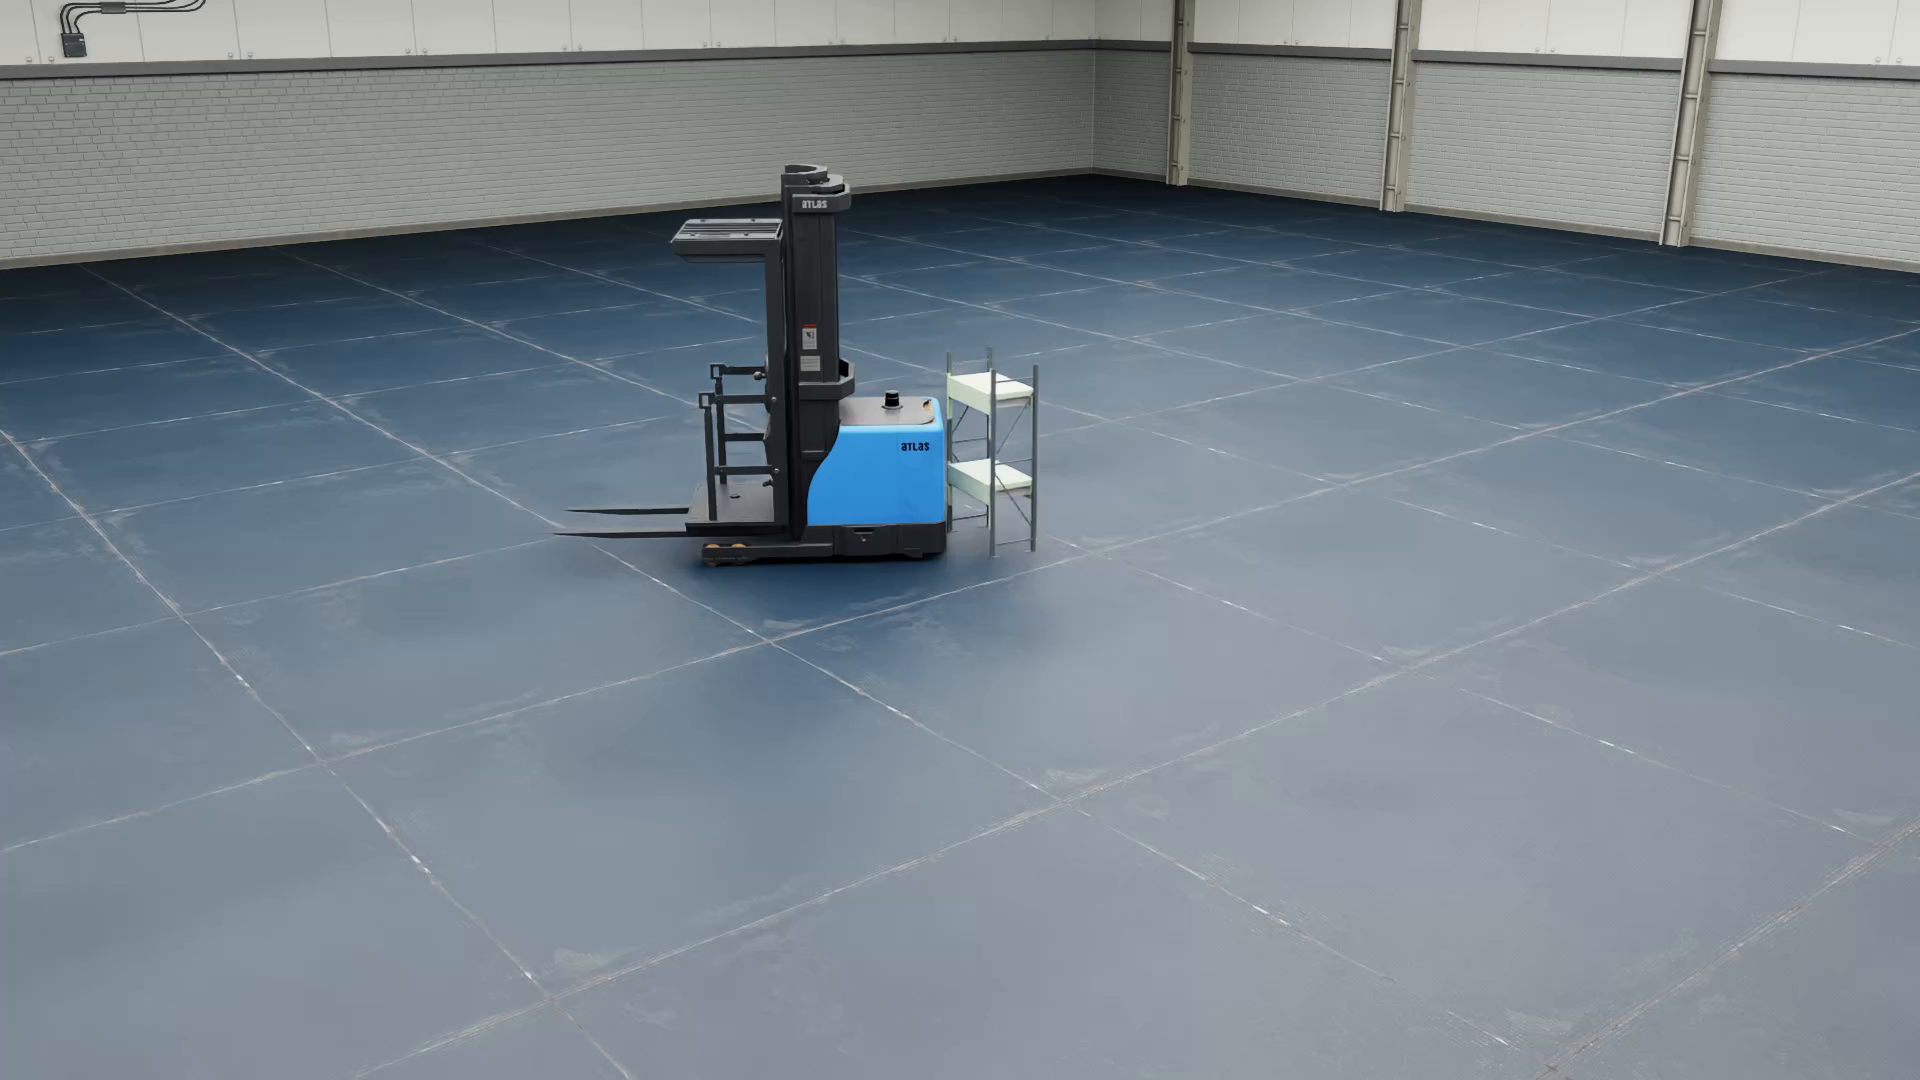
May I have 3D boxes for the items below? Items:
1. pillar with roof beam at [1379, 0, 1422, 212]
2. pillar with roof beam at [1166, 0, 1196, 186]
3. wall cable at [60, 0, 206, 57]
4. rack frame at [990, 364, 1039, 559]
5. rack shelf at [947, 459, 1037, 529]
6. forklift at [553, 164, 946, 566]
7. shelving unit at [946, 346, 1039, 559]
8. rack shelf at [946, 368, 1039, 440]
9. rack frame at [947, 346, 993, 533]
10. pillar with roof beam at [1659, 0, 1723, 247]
[{"bbox_3d":[5.274,-10.028,29.332,9.100,9.000,0.400,-14,23,-36],"label":"pillar with roof beam"},{"bbox_3d":[1.548,-11.507,33.796,9.100,9.000,0.400,-14,23,-36],"label":"pillar with roof beam"},{"bbox_3d":[-13.111,-10.646,25.788,2.305,6.003,0.169,-14,23,-36],"label":"wall cable"},{"bbox_3d":[0.414,-0.594,12.771,0.400,1.500,0.023,-9,20,-26],"label":"rack frame"},{"bbox_3d":[0.246,-0.387,13.183,0.431,0.370,0.720,-9,20,-26],"label":"rack shelf"},{"bbox_3d":[-1.645,-1.362,12.814,3.031,2.935,1.130,-1,18,-3],"label":"forklift"},{"bbox_3d":[0.246,-0.697,13.080,0.431,1.500,0.755,-9,20,-26],"label":"shelving unit"},{"bbox_3d":[0.246,-1.067,12.958,0.431,0.370,0.720,-9,20,-26],"label":"rack shelf"},{"bbox_3d":[0.079,-0.799,13.389,0.400,1.500,0.023,-9,20,-26],"label":"rack frame"},{"bbox_3d":[8.999,-8.550,24.867,9.100,9.000,0.400,-14,23,-36],"label":"pillar with roof beam"}]
